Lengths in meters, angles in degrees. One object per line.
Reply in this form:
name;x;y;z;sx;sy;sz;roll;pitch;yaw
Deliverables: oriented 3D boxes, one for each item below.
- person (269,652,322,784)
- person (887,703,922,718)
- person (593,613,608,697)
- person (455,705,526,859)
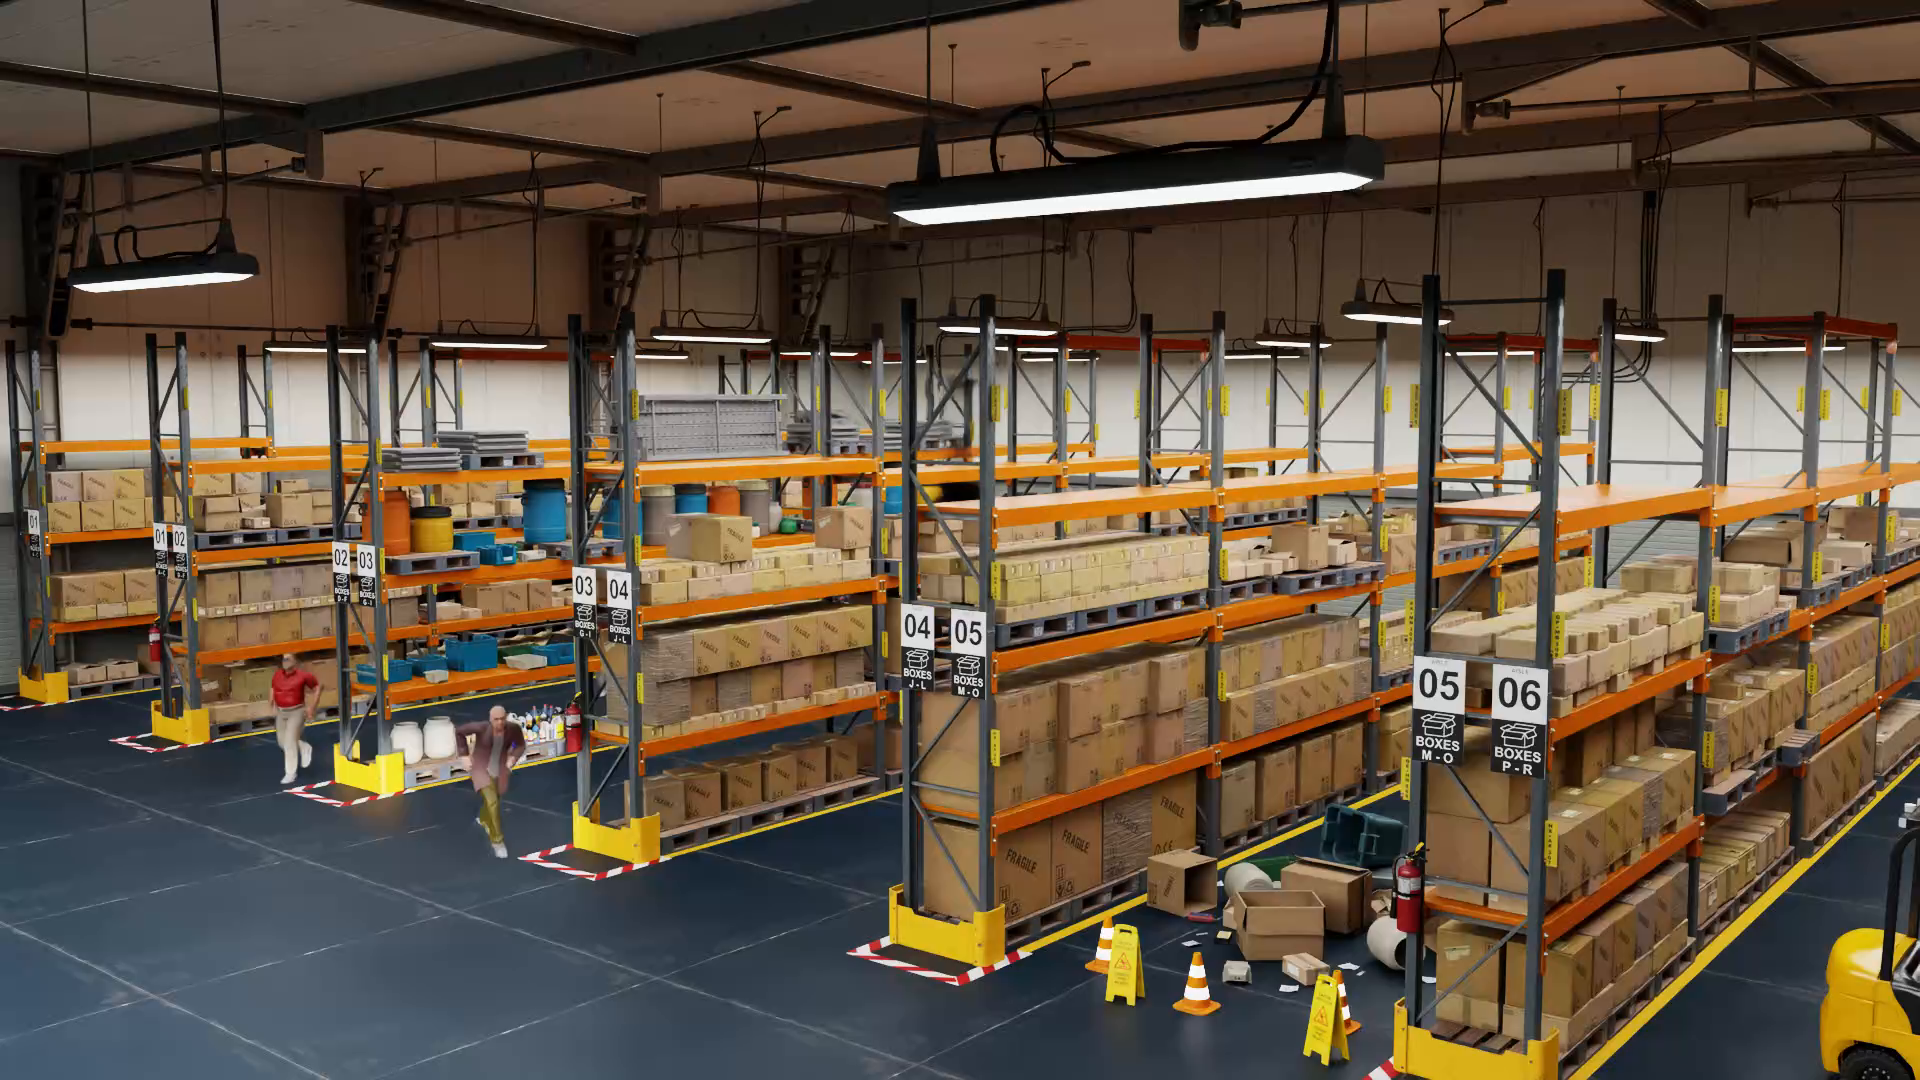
person;-8.896;2.345;22.214;0.700;1.732;0.762;1;5;14
person;-0.849;2.166;24.794;0.655;1.628;0.968;5;7;43
person;-5.976;1.821;28.270;0.565;1.633;0.599;4;6;35
person;-5.306;2.666;18.738;0.753;1.744;1.055;-3;6;-29
